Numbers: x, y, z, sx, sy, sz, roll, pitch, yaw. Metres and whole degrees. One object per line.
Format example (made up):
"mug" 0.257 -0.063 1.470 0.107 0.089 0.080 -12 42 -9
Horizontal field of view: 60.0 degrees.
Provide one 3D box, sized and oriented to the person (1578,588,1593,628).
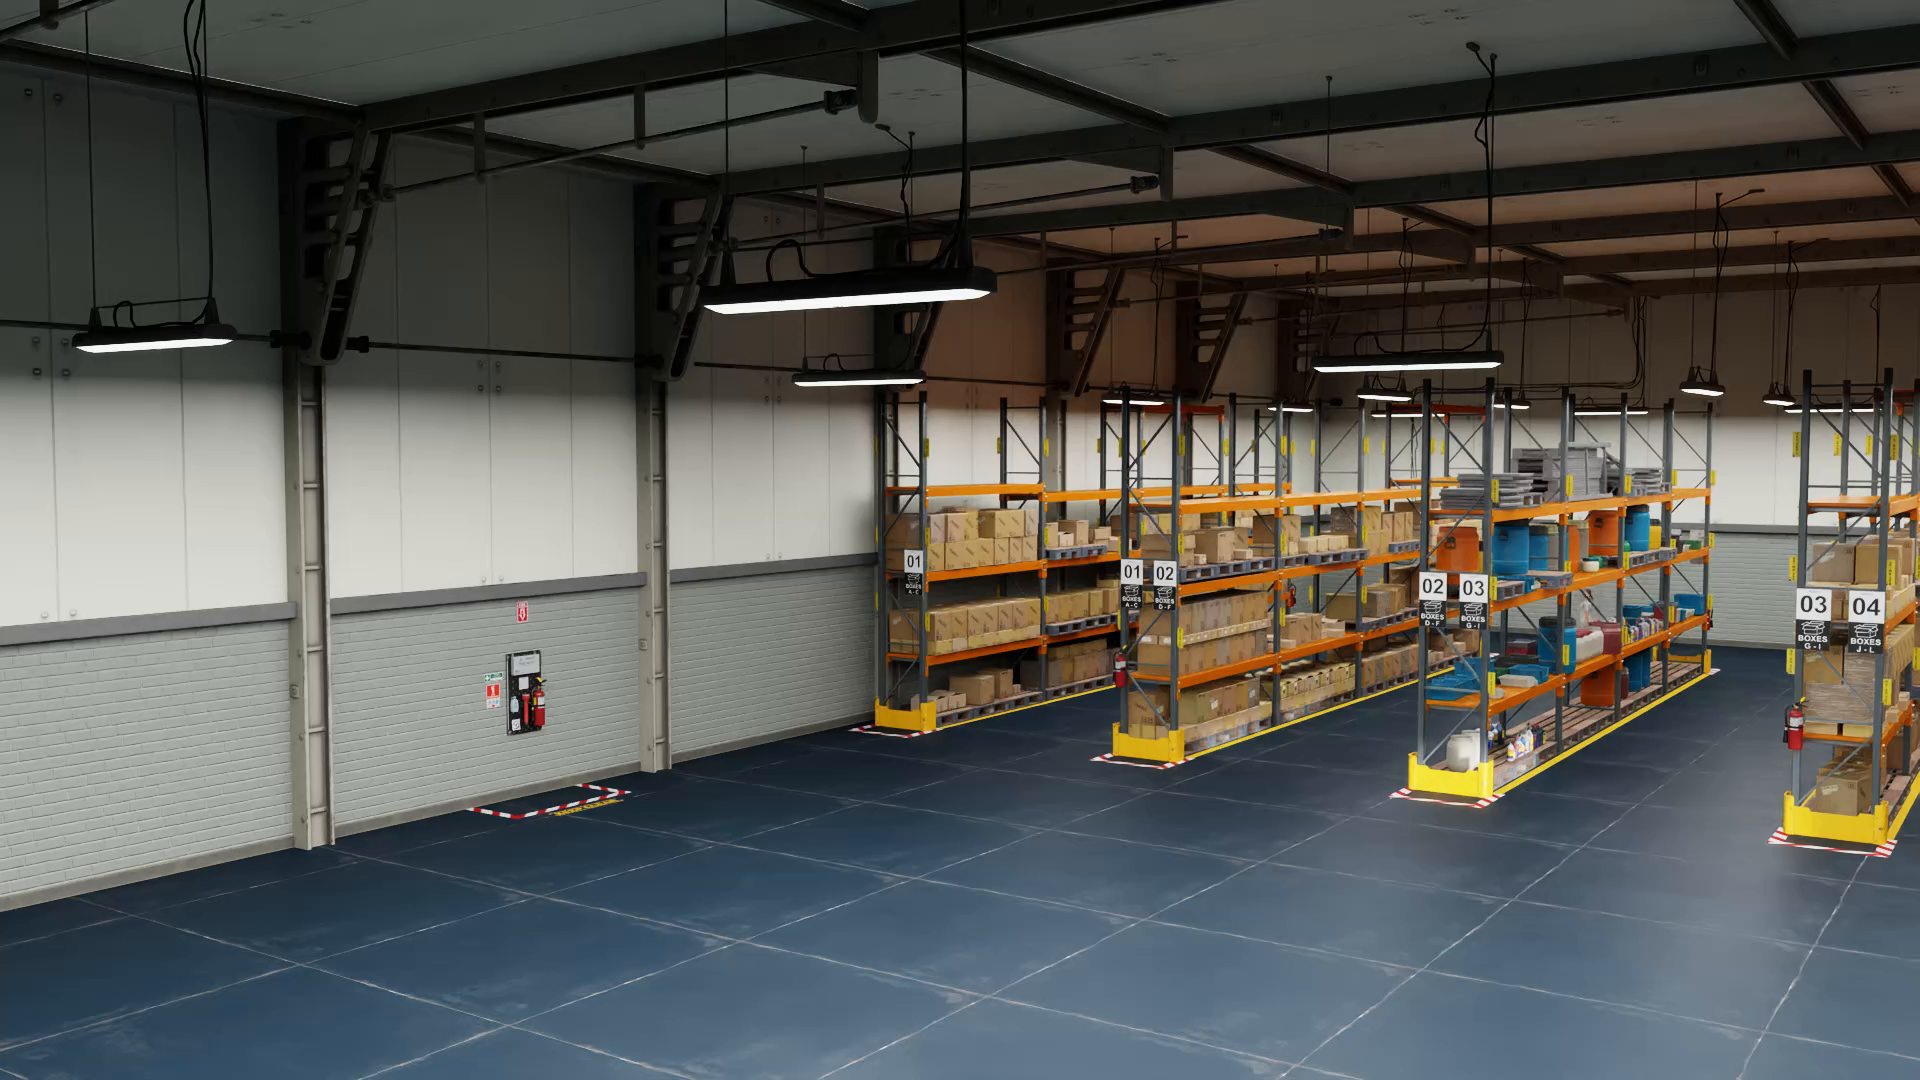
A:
"person" 14.884 1.970 39.433 0.663 1.654 0.443 2 4 34
